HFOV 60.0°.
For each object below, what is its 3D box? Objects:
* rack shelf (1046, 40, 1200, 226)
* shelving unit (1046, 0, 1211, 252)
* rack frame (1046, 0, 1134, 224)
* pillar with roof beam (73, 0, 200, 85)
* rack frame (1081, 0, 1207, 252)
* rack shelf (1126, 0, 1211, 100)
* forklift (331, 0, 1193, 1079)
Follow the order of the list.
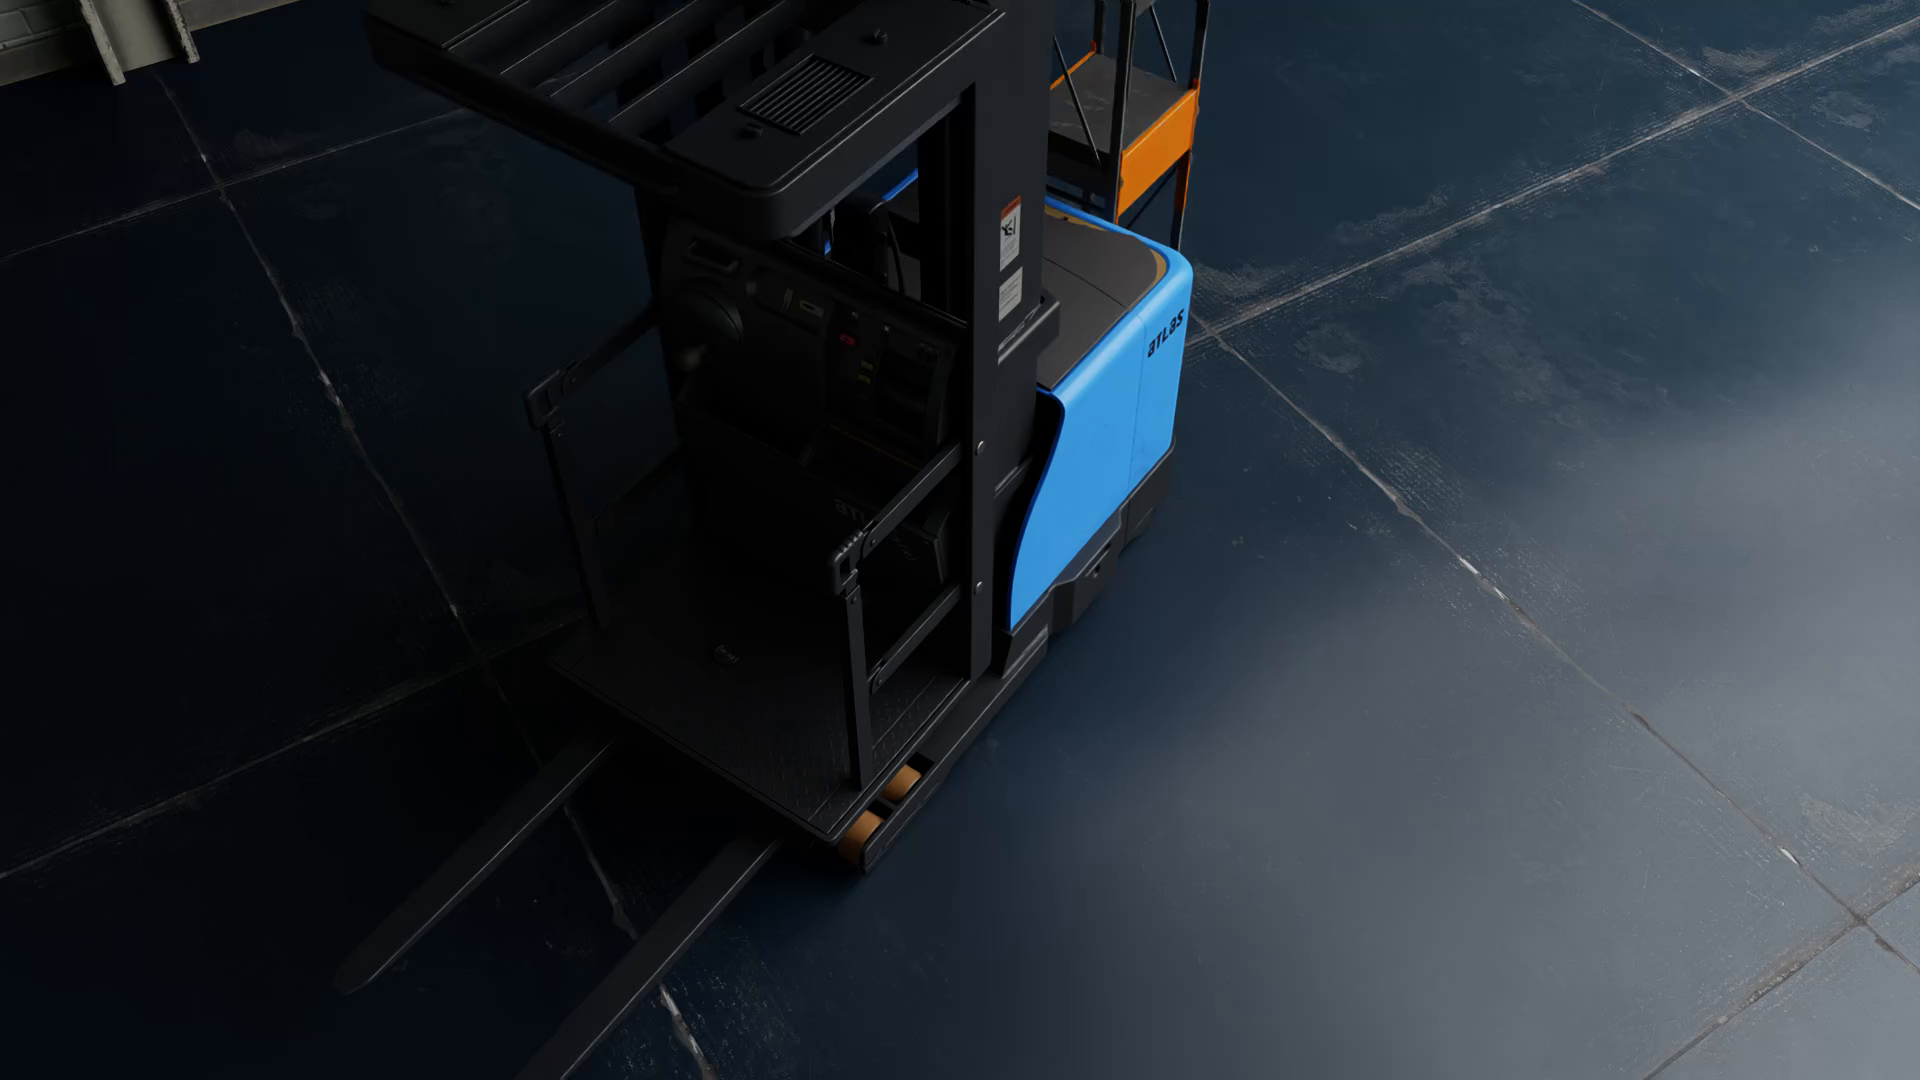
[{"bbox_3d":[0.466,-1.245,5.471,0.431,0.518,0.480,28,54,22],"label":"rack shelf"},{"bbox_3d":[0.466,-1.254,5.461,0.431,2.100,0.503,28,54,22],"label":"shelving unit"},{"bbox_3d":[0.326,-1.105,5.328,0.400,2.100,0.015,28,54,22],"label":"rack frame"},{"bbox_3d":[-1.487,-2.525,1.973,0.400,9.000,9.100,-25,53,-21],"label":"pillar with roof beam"},{"bbox_3d":[0.606,-1.403,5.594,0.400,2.100,0.015,28,54,22],"label":"rack frame"},{"bbox_3d":[0.466,-1.711,4.948,0.431,0.518,0.480,28,54,22],"label":"rack shelf"},{"bbox_3d":[-0.526,-0.432,4.172,1.130,2.935,3.031,28,54,22],"label":"forklift"}]
